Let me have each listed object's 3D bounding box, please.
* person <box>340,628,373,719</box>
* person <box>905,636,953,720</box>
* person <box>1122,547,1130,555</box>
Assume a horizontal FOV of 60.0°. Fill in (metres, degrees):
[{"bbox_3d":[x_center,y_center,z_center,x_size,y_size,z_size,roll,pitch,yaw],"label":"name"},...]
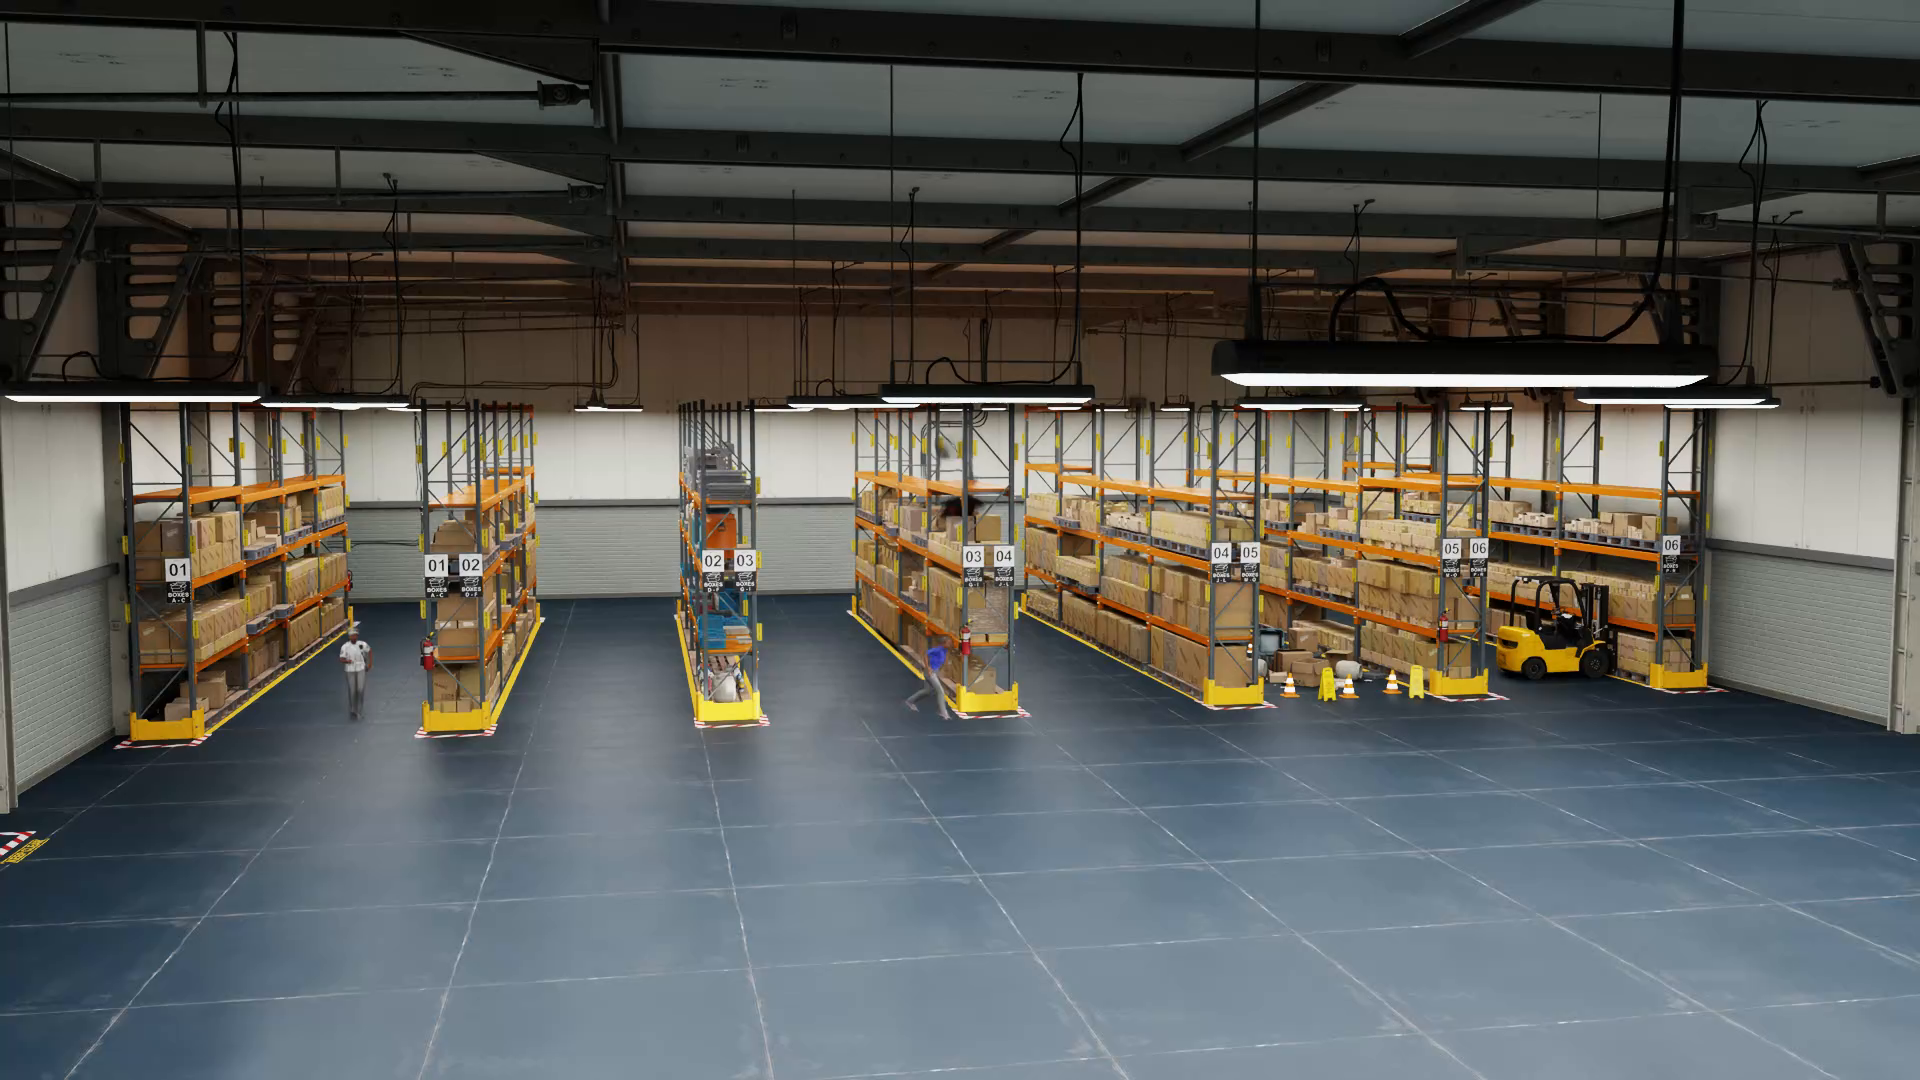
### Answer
[{"bbox_3d":[-11.455,2.519,31.553,0.581,1.736,0.765,-1,5,-17],"label":"person"},{"bbox_3d":[-0.598,2.593,31.382,0.965,1.616,0.612,2,5,26],"label":"person"},{"bbox_3d":[5.023,0.989,51.217,0.649,1.609,0.535,-3,5,-30],"label":"person"}]
